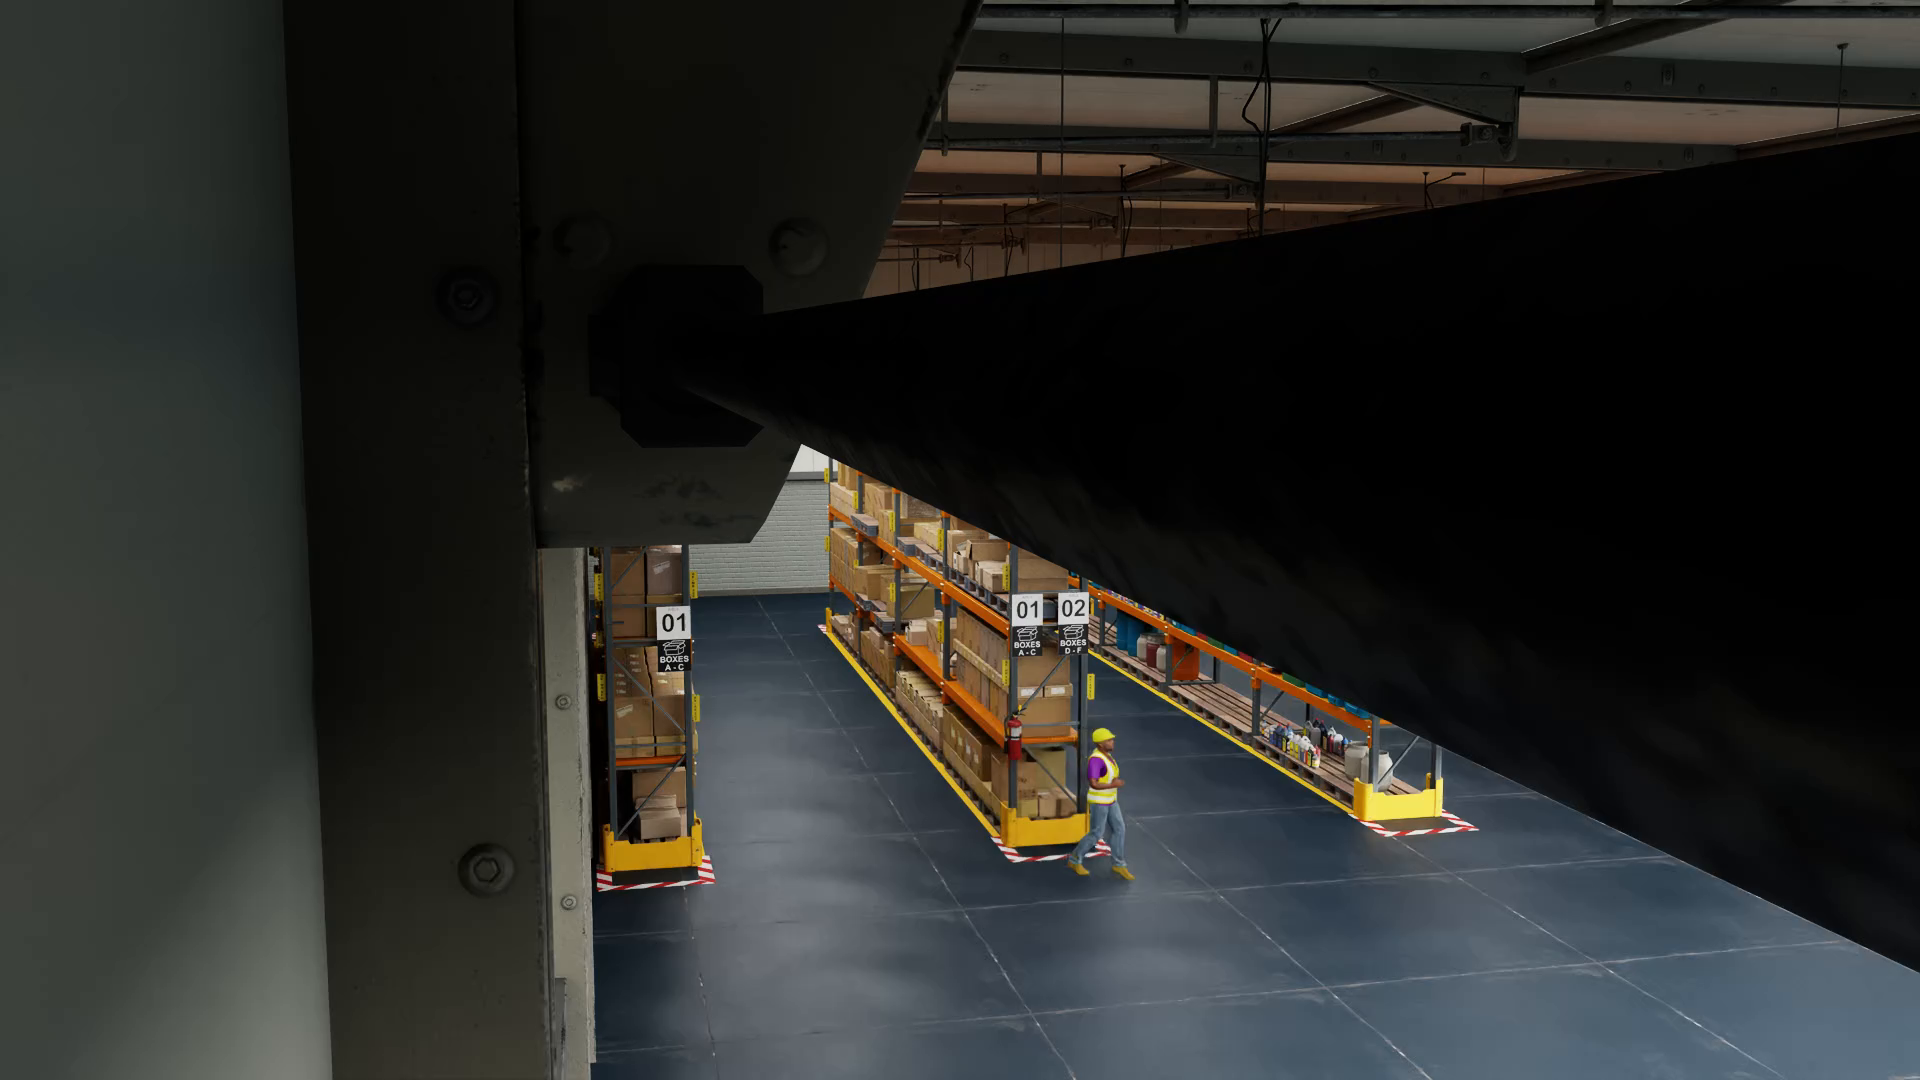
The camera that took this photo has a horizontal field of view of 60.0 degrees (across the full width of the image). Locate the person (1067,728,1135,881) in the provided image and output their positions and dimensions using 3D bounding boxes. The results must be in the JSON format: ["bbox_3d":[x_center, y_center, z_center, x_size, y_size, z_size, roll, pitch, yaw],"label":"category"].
[{"bbox_3d":[1.679,3.124,19.635,0.794,1.817,0.698,3,7,22],"label":"person"}]
